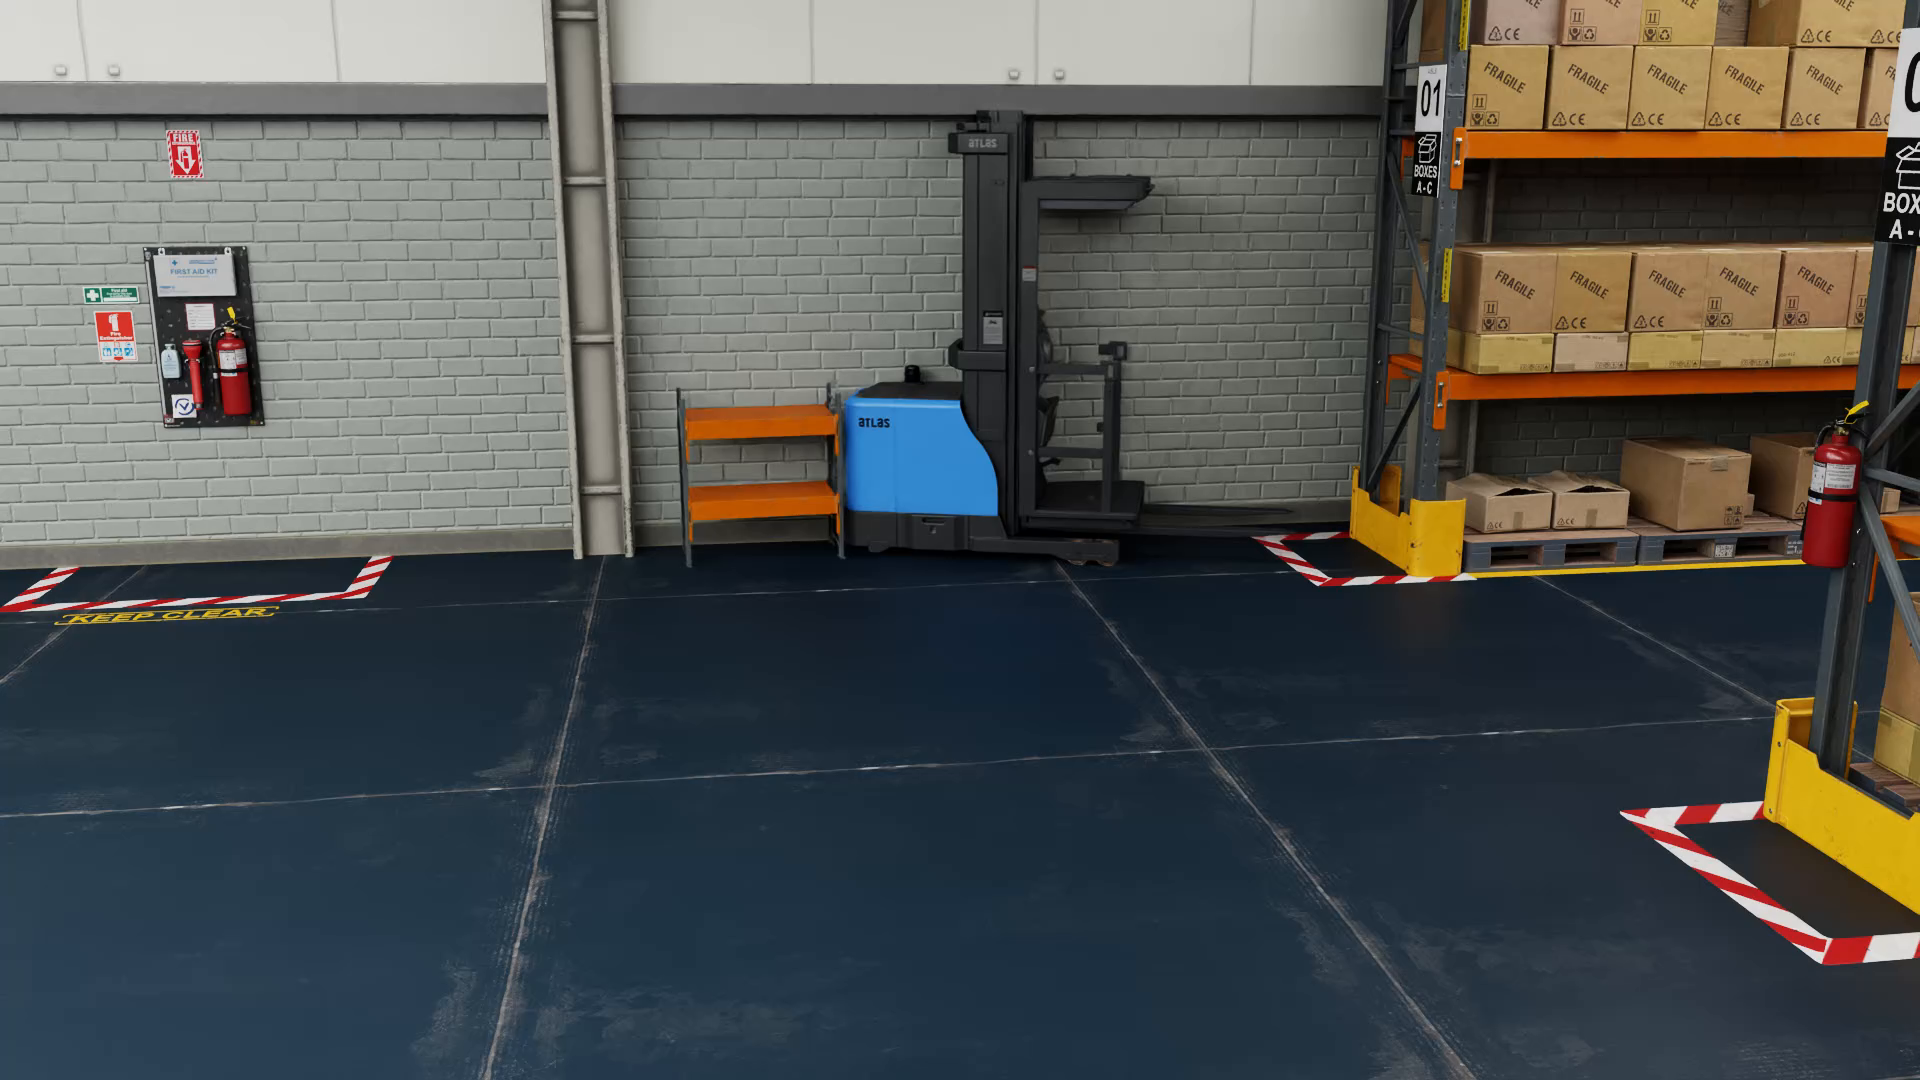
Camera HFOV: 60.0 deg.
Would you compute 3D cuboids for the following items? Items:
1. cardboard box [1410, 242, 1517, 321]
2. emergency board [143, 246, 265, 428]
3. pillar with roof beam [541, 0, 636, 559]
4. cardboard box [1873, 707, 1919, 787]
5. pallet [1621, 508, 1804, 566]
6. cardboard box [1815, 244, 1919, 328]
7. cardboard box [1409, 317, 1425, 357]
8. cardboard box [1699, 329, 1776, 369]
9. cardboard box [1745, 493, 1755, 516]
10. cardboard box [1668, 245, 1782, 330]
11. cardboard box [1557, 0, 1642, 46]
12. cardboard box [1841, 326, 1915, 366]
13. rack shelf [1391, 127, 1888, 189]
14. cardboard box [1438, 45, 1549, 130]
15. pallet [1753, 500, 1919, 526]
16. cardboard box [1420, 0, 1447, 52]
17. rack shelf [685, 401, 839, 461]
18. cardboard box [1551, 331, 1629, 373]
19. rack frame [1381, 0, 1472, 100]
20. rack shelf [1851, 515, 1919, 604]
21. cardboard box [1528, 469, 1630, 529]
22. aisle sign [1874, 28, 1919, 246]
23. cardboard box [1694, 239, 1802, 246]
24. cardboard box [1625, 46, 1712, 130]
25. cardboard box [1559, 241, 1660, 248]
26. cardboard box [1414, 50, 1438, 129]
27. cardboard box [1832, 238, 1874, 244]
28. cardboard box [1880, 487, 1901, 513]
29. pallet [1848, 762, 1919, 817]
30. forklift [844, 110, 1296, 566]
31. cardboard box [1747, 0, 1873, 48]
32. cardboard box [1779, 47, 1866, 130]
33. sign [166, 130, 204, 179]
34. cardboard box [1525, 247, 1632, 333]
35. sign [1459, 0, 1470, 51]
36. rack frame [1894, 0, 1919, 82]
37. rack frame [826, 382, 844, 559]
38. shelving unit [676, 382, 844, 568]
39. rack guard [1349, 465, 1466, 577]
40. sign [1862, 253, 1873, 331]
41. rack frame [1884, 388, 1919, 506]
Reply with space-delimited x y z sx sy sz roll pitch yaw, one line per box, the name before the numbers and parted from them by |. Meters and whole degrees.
cardboard box | 3.375 -1.724 11.155 0.500 0.500 0.500 -2 14 -9
emergency board | -4.878 -1.291 10.702 0.643 1.169 0.194 -2 14 -8
pillar with roof beam | -1.787 -3.245 6.164 0.400 9.000 9.100 -2 14 -8
cardboard box | 4.169 0.876 6.852 0.500 0.250 0.500 -2 14 -8
pallet | 5.028 -0.070 11.566 1.213 0.211 1.003 -2 14 -8
cardboard box | 5.982 -1.690 11.019 0.500 0.500 0.500 -2 14 -9
cardboard box | 3.374 -1.356 11.228 0.500 0.250 0.500 -2 14 -7
cardboard box | 4.987 -1.290 10.968 0.500 0.250 0.500 -2 14 -8
cardboard box | 5.312 -0.277 11.618 0.250 0.149 0.380 -3 14 -13
cardboard box | 4.969 -1.655 10.881 0.500 0.500 0.500 -2 14 -7
cardboard box | 3.862 -3.315 10.304 0.500 0.500 0.500 -2 14 -9
cardboard box | 5.979 -1.331 11.129 0.500 0.250 0.500 -2 14 -8
rack shelf | 4.919 -2.534 10.970 4.000 0.370 1.077 -2 14 -8
cardboard box | 3.309 -2.820 10.388 0.500 0.500 0.500 -2 14 -7
pallet | 6.237 -0.115 11.745 1.213 0.211 1.003 -2 14 -8
cardboard box | 3.328 -3.432 10.771 0.500 0.500 0.500 -1 14 -6
rack shelf | -1.347 -0.733 11.127 1.000 0.278 0.538 -3 14 -12
cardboard box | 3.982 -1.256 10.829 0.500 0.250 0.500 -3 14 -10
rack frame | 2.941 -4.265 10.229 0.127 3.000 1.000 -2 14 -8
rack shelf | 5.660 0.113 6.585 4.000 0.370 1.077 -2 14 -8
cardboard box | 4.202 -0.288 11.328 0.500 0.311 0.500 -1 14 -4
aisle sign | 3.574 -1.493 6.164 0.004 0.787 0.394 -2 14 -8
cardboard box | 5.395 -1.799 11.456 0.500 0.500 0.500 -2 14 -7
cardboard box | 4.358 -2.851 10.510 0.500 0.500 0.500 -1 14 -6
cardboard box | 4.385 -1.760 11.298 0.500 0.500 0.500 -2 14 -10
cardboard box | 3.316 -2.944 10.883 0.500 0.500 0.500 -1 14 -4
cardboard box | 6.400 -1.834 11.594 0.500 0.500 0.500 -2 14 -10
cardboard box | 6.372 -0.313 11.722 0.250 0.166 0.380 -4 15 -16
pallet | 4.433 1.151 6.698 1.213 0.211 1.003 -2 14 -8
forklift | 0.776 -1.387 11.227 3.031 2.935 1.130 2 14 8
cardboard box | 5.386 -3.371 10.528 0.500 0.500 0.500 -3 14 -10
cardboard box | 5.390 -2.891 10.670 0.500 0.500 0.500 -3 14 -11
sign | -4.901 -2.439 10.515 0.199 0.298 0.001 -2 14 -8
cardboard box | 3.948 -1.616 10.726 0.500 0.500 0.500 -2 14 -8
sign | 3.022 -3.103 9.967 0.005 0.325 0.100 -2 14 -8
rack frame | 3.683 -3.074 5.478 0.127 3.000 1.000 -2 14 -8
rack frame | -0.850 -0.476 11.305 0.032 1.125 0.500 -3 14 -12
shelving unit | -1.347 -0.449 11.198 1.048 1.125 0.538 -3 14 -12
rack guard | 3.016 -0.145 11.274 0.348 0.500 1.175 -2 14 -8
sign | 3.616 -0.971 6.561 0.005 0.325 0.100 -2 14 -8
rack frame | 6.896 -1.500 11.537 0.127 3.000 1.000 -2 14 -8
